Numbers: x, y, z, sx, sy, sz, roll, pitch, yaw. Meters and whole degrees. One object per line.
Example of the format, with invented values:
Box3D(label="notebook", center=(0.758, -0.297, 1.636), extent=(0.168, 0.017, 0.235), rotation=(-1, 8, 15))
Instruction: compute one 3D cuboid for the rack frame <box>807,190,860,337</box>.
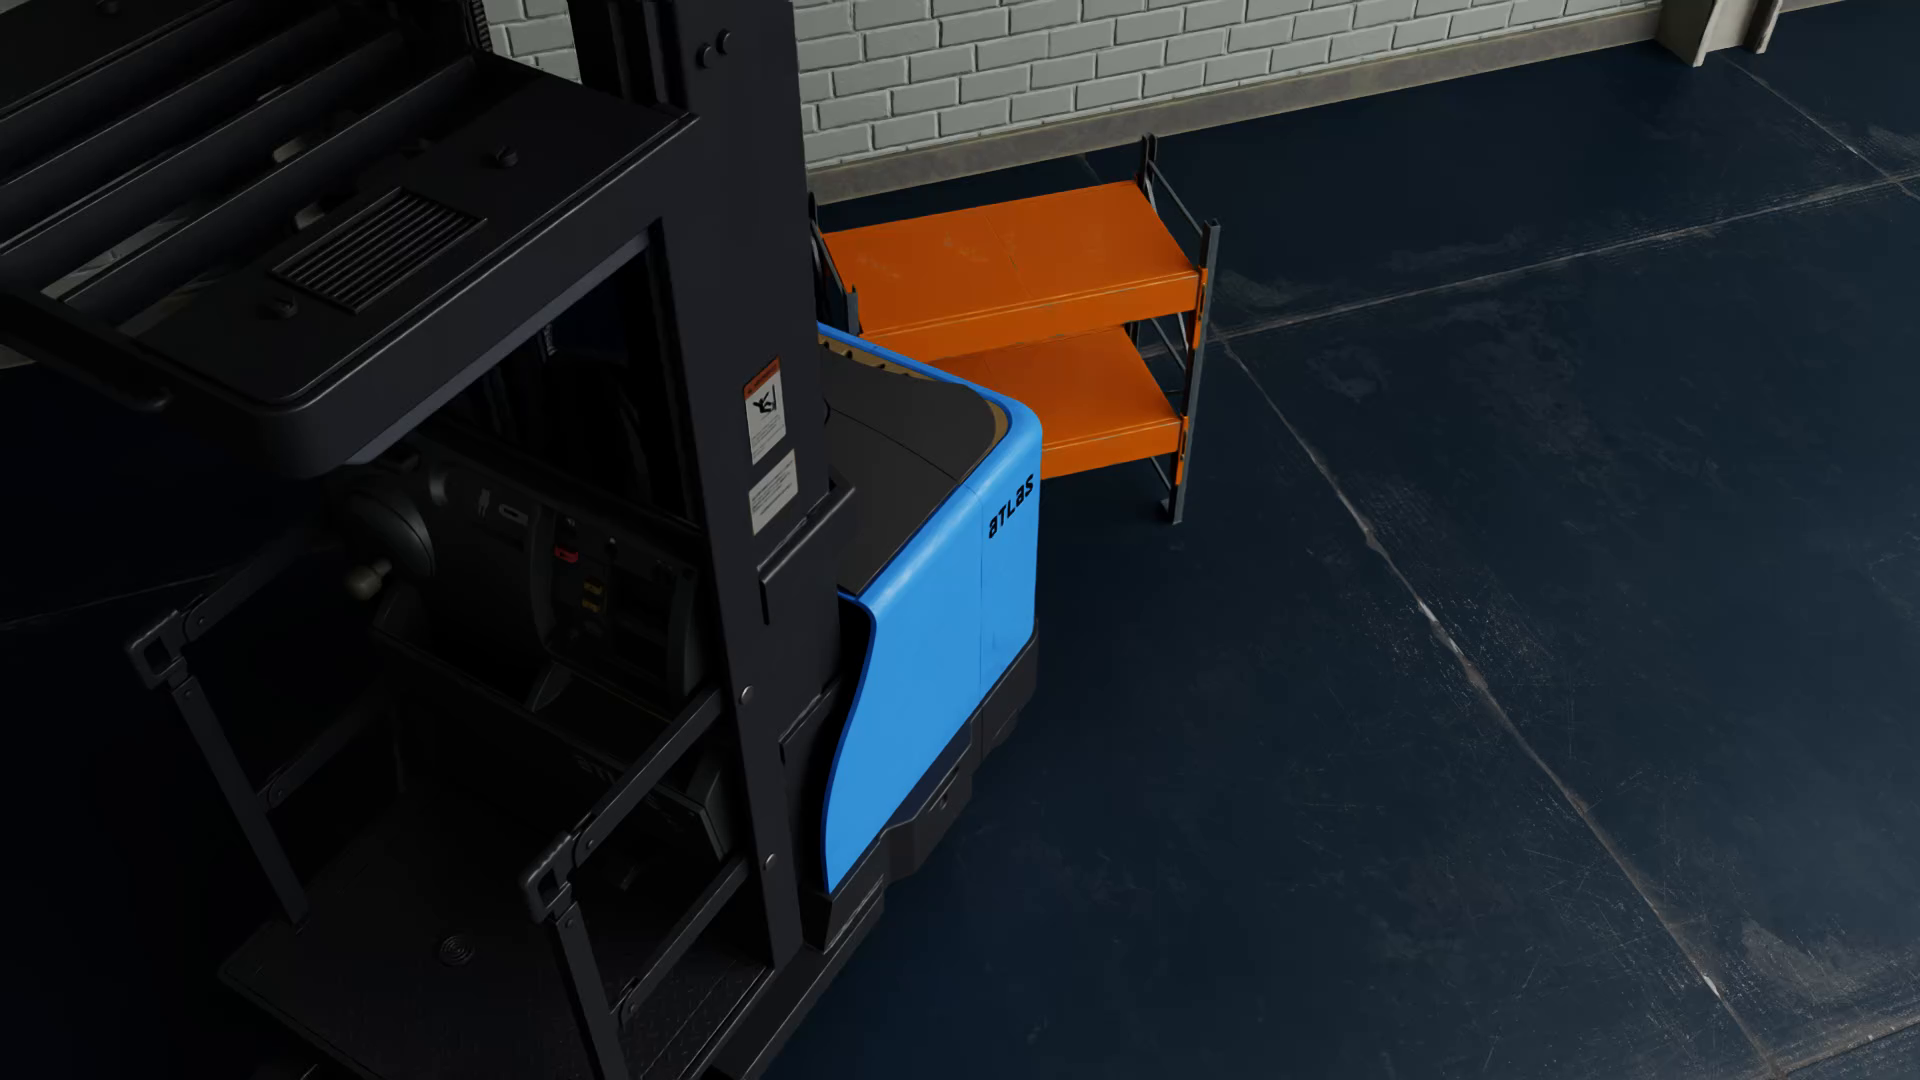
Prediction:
Box3D(label="rack frame", center=(-0.353, -0.406, 4.860), extent=(0.032, 1.125, 0.500), rotation=(-12, 46, -12))

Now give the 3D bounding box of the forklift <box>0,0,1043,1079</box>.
Box3D(label="forklift", center=(-0.984, 0.114, 3.067), extent=(1.130, 2.935, 3.031), rotation=(24, 50, 22))

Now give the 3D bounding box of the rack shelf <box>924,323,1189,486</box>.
Box3D(label="rack shelf", center=(0.133, -0.340, 5.140), extent=(1.000, 0.278, 0.538), rotation=(-12, 46, -12))

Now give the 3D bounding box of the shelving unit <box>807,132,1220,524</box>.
Box3D(label="shelving unit", center=(0.133, -0.512, 4.966), extent=(1.048, 1.125, 0.538), rotation=(-12, 46, -12))

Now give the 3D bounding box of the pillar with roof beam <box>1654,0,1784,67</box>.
Box3D(label="pillar with roof beam", center=(4.822, -2.542, 1.430), extent=(0.400, 9.000, 9.100), rotation=(-14, 47, -14))

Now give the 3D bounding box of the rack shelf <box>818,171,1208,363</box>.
Box3D(label="rack shelf", center=(0.133, -0.719, 4.759), extent=(1.000, 0.278, 0.538), rotation=(-12, 46, -12))

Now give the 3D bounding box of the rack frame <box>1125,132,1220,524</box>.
Box3D(label="rack frame", center=(0.619, -0.619, 5.073), extent=(0.032, 1.125, 0.500), rotation=(-12, 46, -12))
